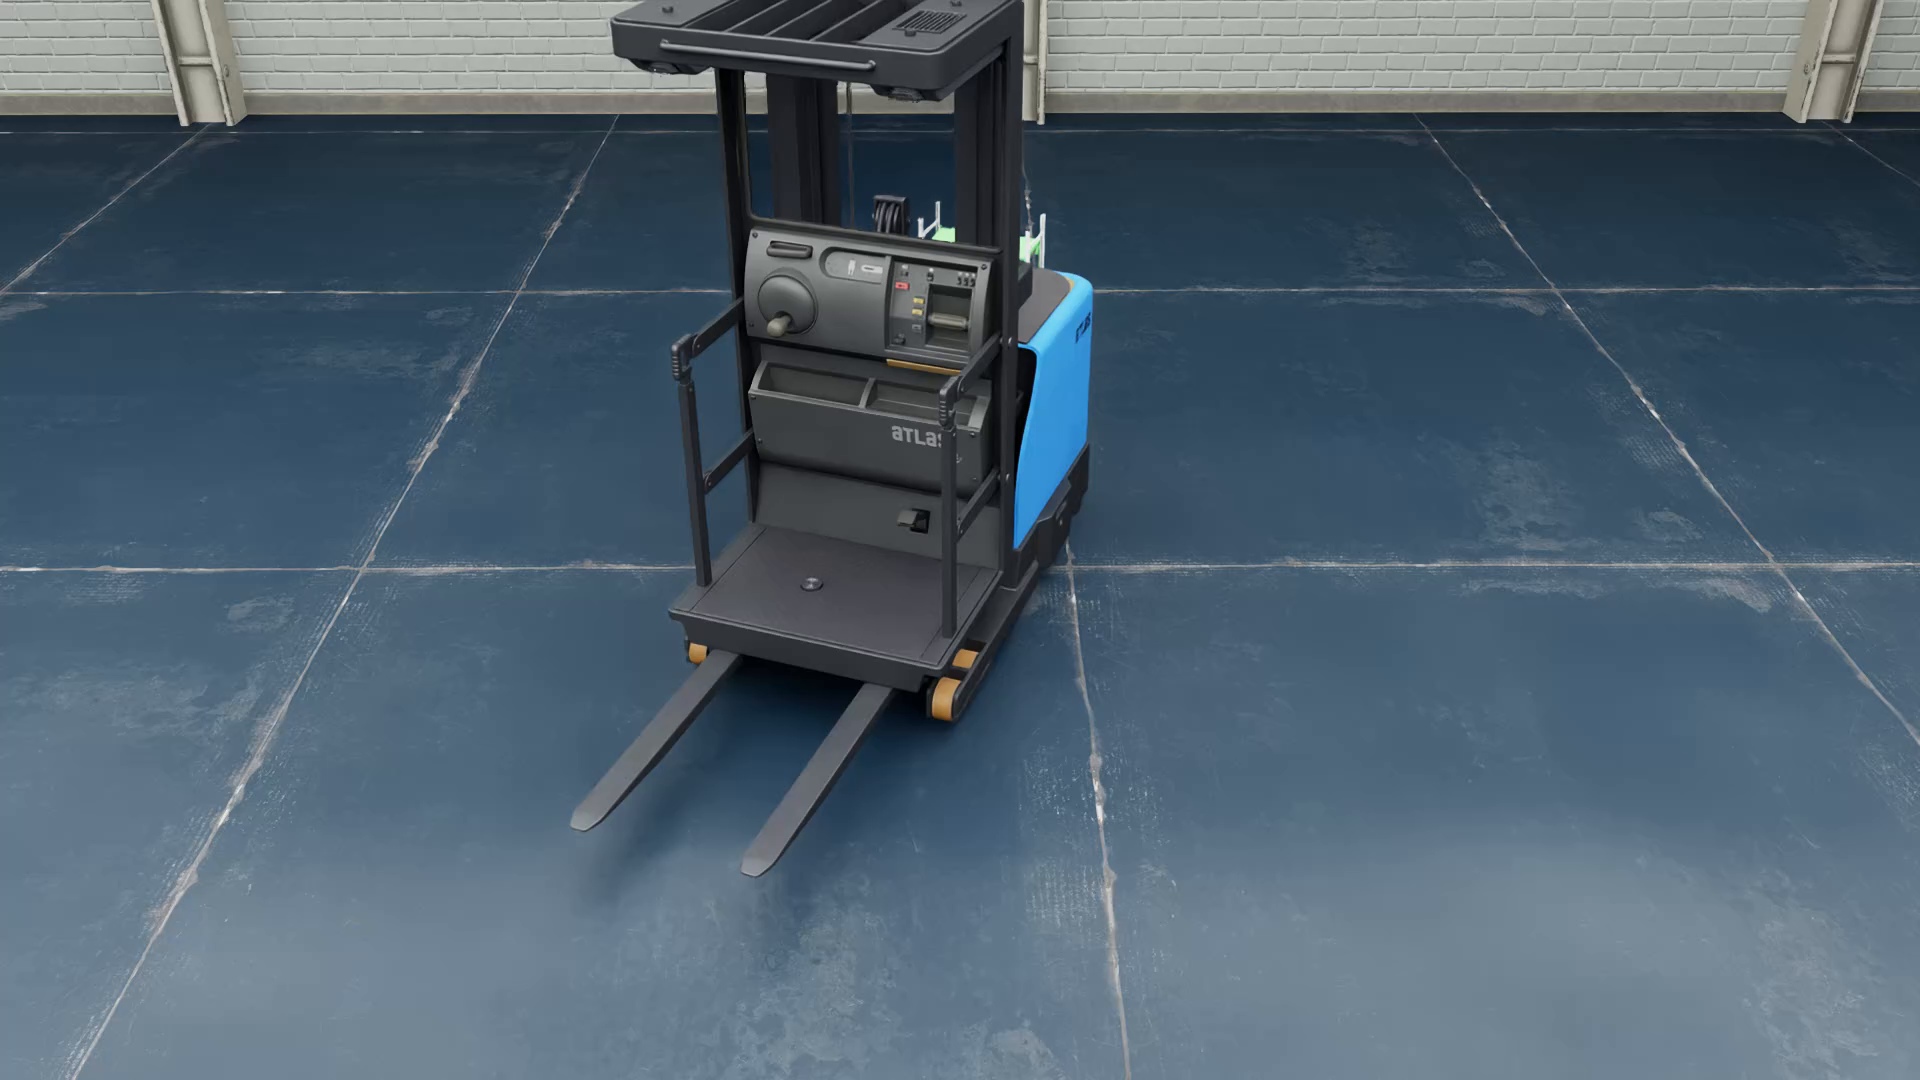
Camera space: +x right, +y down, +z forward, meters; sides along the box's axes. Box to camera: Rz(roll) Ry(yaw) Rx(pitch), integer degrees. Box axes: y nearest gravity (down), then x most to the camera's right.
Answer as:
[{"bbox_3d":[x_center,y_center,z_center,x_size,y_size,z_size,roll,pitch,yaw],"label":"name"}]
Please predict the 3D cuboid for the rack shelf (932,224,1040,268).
[{"bbox_3d":[0.097,-1.258,7.365,0.480,0.148,0.258,11,33,17],"label":"rack shelf"}]

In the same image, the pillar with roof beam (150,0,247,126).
[{"bbox_3d":[-5.544,-4.759,6.418,0.400,9.000,9.100,0,31,0],"label":"pillar with roof beam"}]

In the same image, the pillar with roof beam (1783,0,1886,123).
[{"bbox_3d":[6.456,-4.796,6.480,0.400,9.000,9.100,0,31,0],"label":"pillar with roof beam"}]

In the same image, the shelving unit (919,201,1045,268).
[{"bbox_3d":[0.097,-0.903,7.581,0.503,1.200,0.258,11,33,17],"label":"shelving unit"}]

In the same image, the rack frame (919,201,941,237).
[{"bbox_3d":[-0.132,-0.945,7.651,0.015,1.200,0.240,11,33,17],"label":"rack frame"}]

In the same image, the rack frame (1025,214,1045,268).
[{"bbox_3d":[0.327,-0.860,7.510,0.015,1.200,0.240,11,33,17],"label":"rack frame"}]

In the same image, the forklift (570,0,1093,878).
[{"bbox_3d":[-0.411,-0.823,5.780,1.130,2.935,3.031,11,33,17],"label":"forklift"}]

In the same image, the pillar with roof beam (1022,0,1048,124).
[{"bbox_3d":[0.456,-4.777,6.449,0.400,9.000,9.100,0,31,0],"label":"pillar with roof beam"}]
